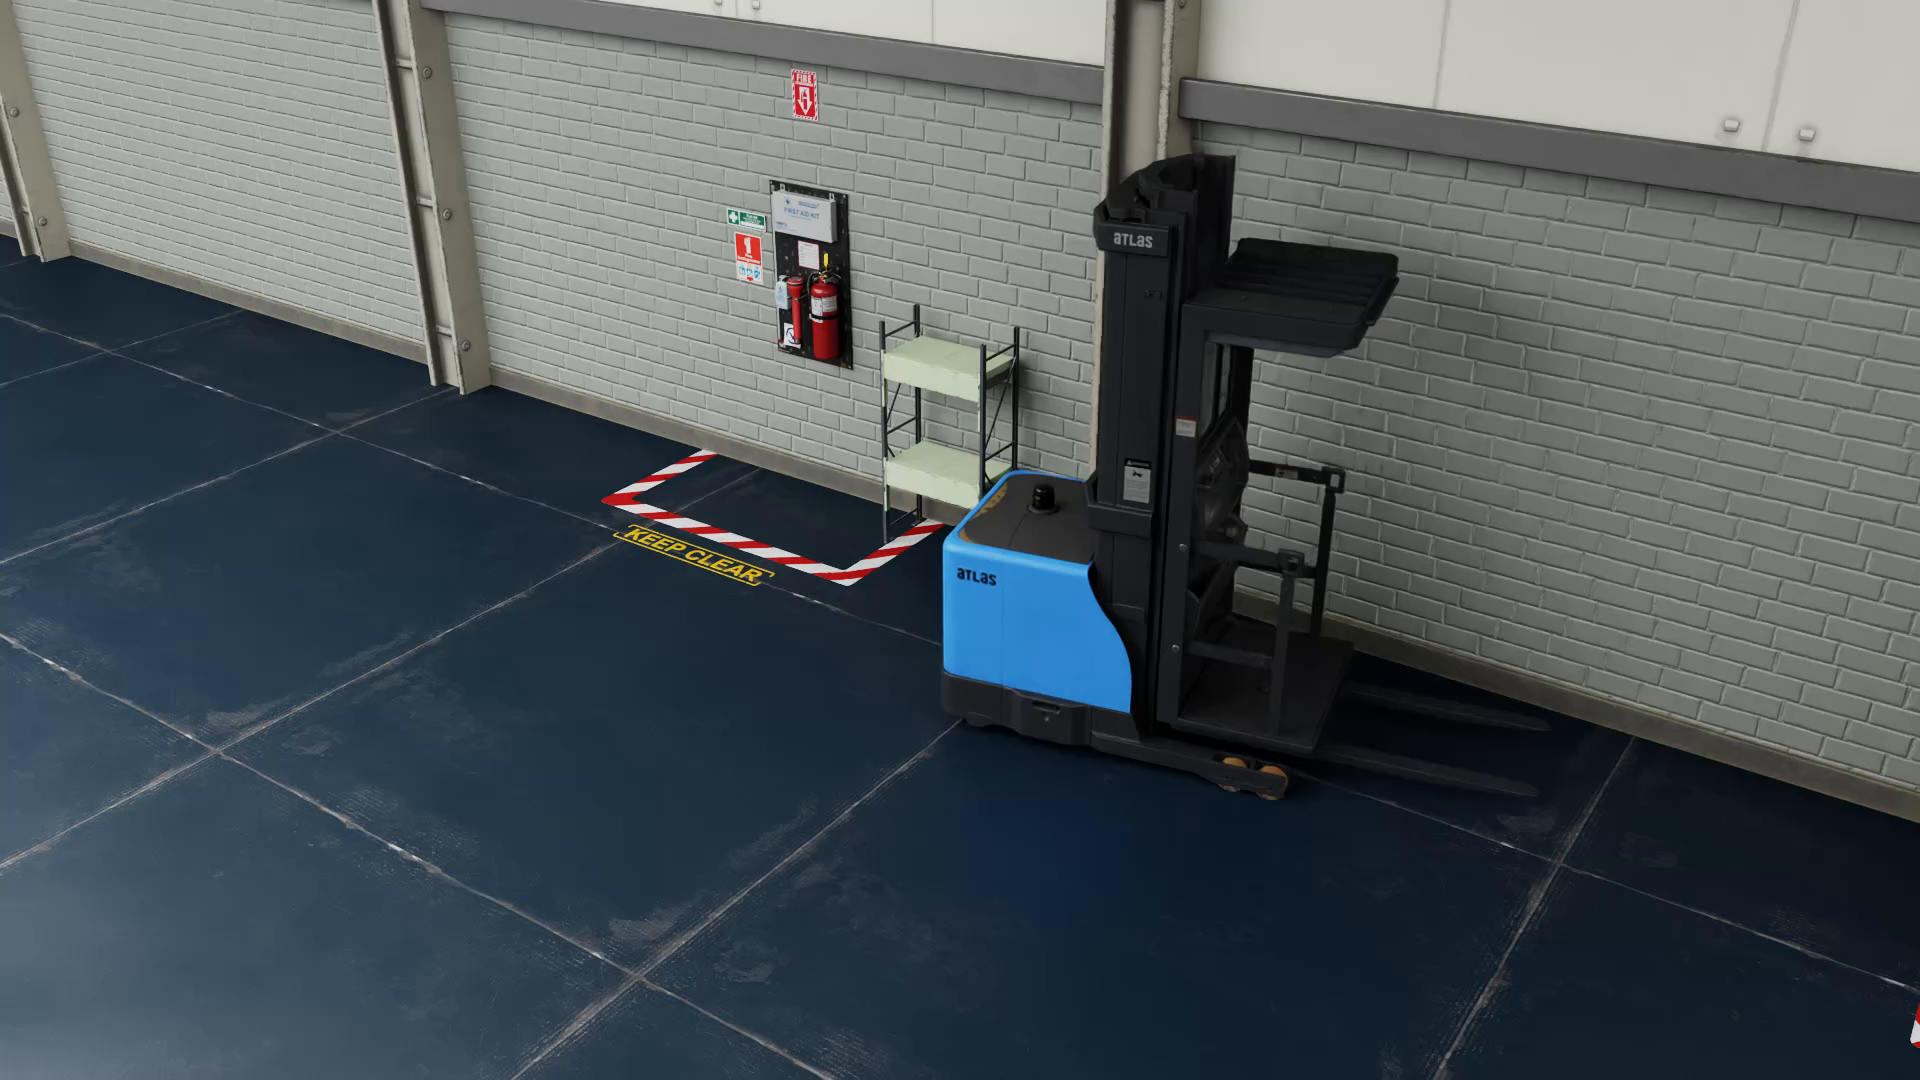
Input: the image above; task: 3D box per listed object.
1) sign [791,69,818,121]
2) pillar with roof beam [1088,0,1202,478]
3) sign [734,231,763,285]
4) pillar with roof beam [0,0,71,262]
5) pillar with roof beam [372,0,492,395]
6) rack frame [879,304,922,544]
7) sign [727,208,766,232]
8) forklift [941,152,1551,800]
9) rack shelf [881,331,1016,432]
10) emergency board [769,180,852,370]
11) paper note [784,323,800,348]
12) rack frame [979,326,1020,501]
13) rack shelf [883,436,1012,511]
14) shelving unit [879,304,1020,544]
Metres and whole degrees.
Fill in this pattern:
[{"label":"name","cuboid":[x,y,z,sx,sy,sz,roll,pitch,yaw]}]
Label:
[{"label":"sign","cuboid":[-0.963,-2.757,10.305,0.199,0.298,0.001,17,32,30]},{"label":"pillar with roof beam","cuboid":[-1.435,-2.100,4.955,0.400,9.000,9.100,17,32,30]},{"label":"sign","cuboid":[-1.410,-1.881,11.100,0.234,0.329,0.001,17,32,30]},{"label":"pillar with roof beam","cuboid":[-11.326,-5.182,11.010,0.400,9.000,9.100,17,32,30]},{"label":"pillar with roof beam","cuboid":[-6.380,-3.641,7.983,0.400,9.000,9.100,17,32,30]},{"label":"rack frame","cuboid":[-0.369,-0.721,10.512,0.023,1.500,0.400,17,32,30]},{"label":"sign","cuboid":[-1.411,-2.113,10.971,0.331,0.109,0.001,17,32,30]},{"label":"forklift","cuboid":[1.467,-0.295,8.098,3.031,2.935,1.130,11,29,20]},{"label":"rack shelf","cuboid":[-0.066,-0.976,10.153,0.720,0.370,0.431,17,32,30]},{"label":"emergency board","cuboid":[-1.013,-1.685,10.754,0.643,1.169,0.194,17,32,30]},{"label":"paper note","cuboid":[-1.120,-1.364,11.093,0.142,0.148,0.016,17,32,30]},{"label":"rack frame","cuboid":[0.237,-0.535,10.147,0.023,1.500,0.400,17,32,30]},{"label":"rack shelf","cuboid":[-0.066,-0.337,10.478,0.720,0.370,0.431,17,32,30]},{"label":"shelving unit","cuboid":[-0.066,-0.628,10.330,0.755,1.500,0.431,17,32,30]}]
